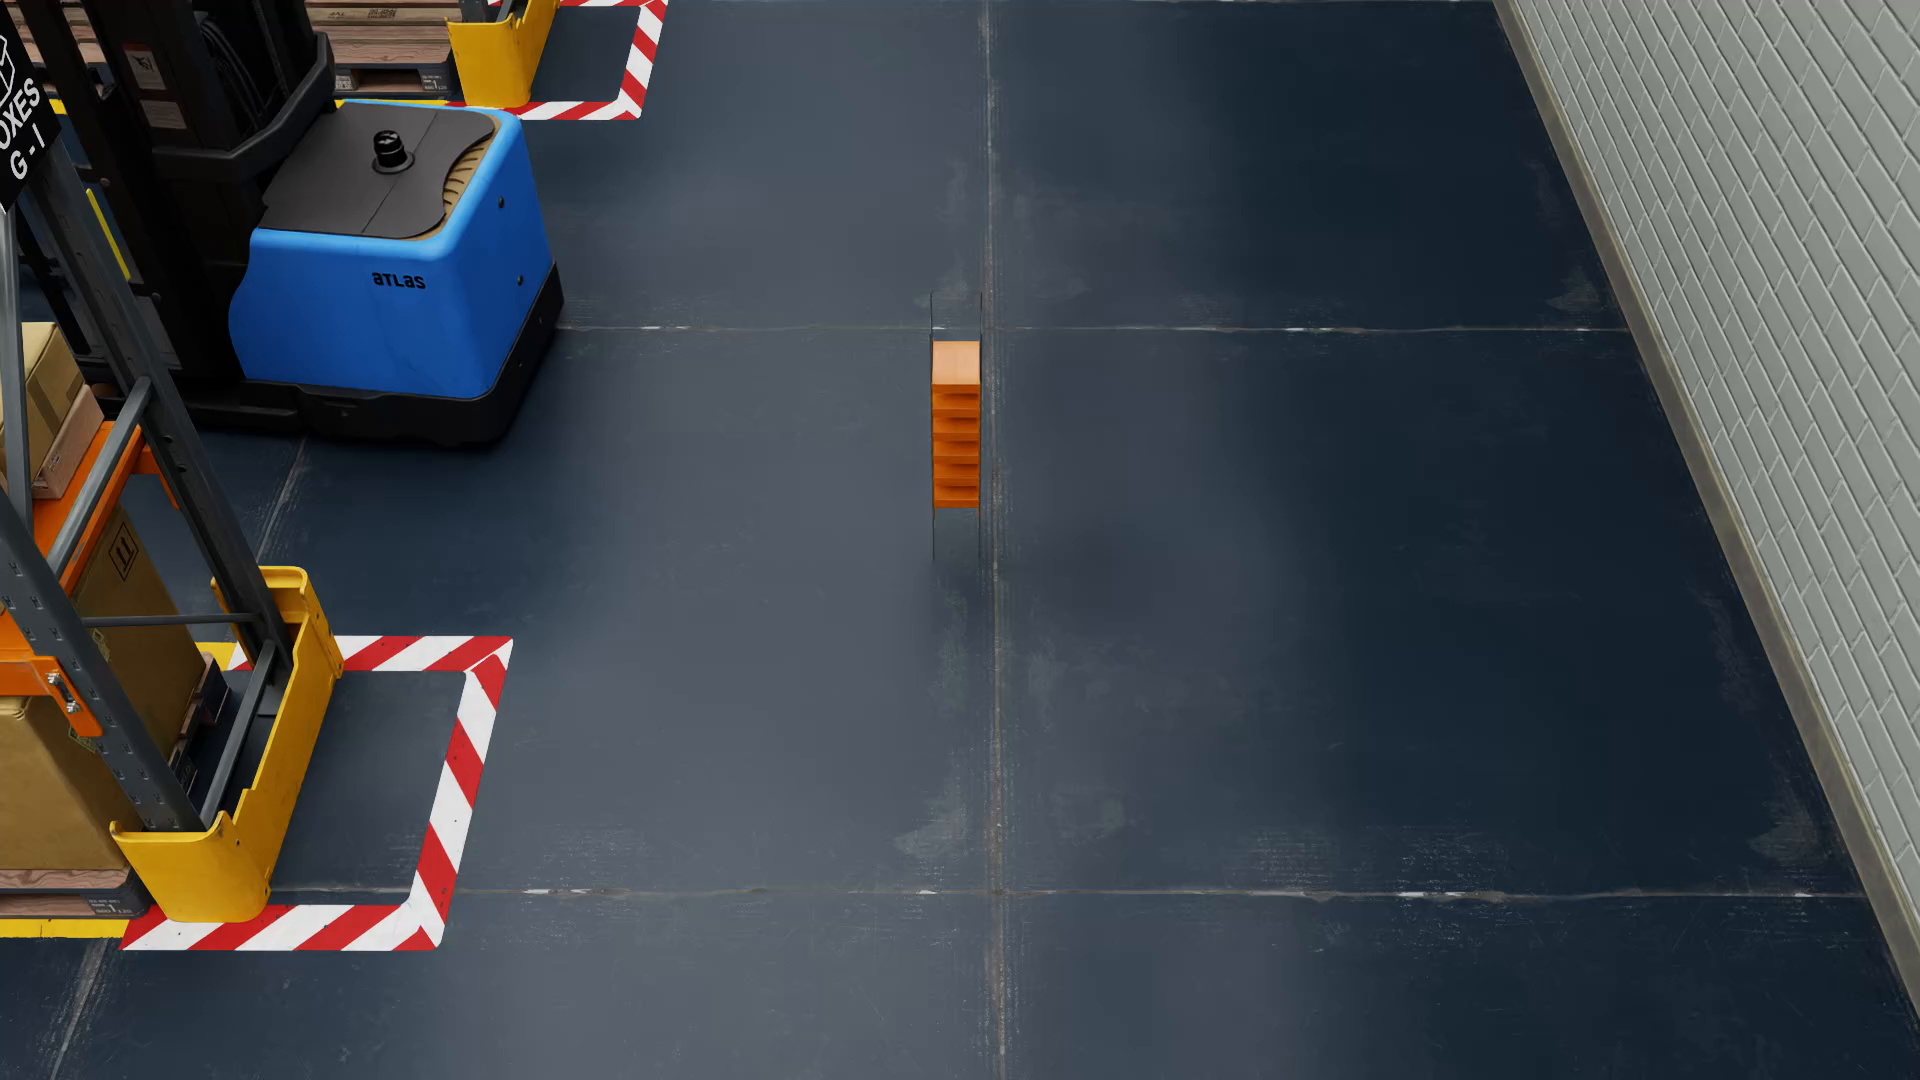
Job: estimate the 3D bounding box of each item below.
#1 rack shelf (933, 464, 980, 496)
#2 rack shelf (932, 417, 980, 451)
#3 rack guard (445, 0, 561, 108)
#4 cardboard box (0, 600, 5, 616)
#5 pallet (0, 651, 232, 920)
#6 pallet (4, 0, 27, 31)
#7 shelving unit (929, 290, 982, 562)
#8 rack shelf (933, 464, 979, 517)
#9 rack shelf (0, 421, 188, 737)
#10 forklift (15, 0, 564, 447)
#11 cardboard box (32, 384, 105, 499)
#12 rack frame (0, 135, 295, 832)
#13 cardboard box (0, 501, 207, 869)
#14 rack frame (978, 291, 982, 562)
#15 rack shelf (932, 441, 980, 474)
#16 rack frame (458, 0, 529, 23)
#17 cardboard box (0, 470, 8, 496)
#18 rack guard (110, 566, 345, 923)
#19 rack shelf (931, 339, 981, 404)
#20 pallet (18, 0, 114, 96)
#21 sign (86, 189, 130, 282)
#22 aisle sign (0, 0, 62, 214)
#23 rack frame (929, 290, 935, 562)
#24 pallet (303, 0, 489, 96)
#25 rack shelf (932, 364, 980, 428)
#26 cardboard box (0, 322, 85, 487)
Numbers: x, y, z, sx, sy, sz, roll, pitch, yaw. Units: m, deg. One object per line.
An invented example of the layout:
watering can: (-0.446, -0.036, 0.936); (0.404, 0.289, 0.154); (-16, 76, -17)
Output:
rack shelf: (-0.014, -0.297, 6.512); (0.180, 0.103, 0.258); (0, 47, 0)
rack shelf: (-0.014, -0.460, 6.336); (0.180, 0.103, 0.258); (0, 47, 0)
rack guard: (-2.518, -2.940, 9.226); (0.348, 0.500, 1.175); (0, 47, 0)
cardboard box: (-2.918, 0.169, 4.796); (0.250, 0.149, 0.380); (1, 47, 1)
pallet: (-3.360, 0.848, 5.897); (1.213, 0.211, 1.003); (0, 47, 0)
pallet: (-5.806, -2.869, 9.357); (1.213, 0.211, 1.003); (0, 47, 0)
shelving unit: (-0.014, -0.409, 6.392); (0.189, 1.200, 0.258); (0, 47, 0)
rack shelf: (-0.014, -0.215, 6.600); (0.180, 0.103, 0.258); (0, 47, 0)
rack shelf: (-4.560, 0.083, 5.196); (4.000, 0.370, 1.077); (0, 47, 0)
forklift: (-3.405, -1.884, 6.582); (3.031, 2.935, 1.130); (6, 47, 5)
cardboard box: (-2.914, -0.314, 5.245); (0.250, 0.149, 0.380); (1, 47, 1)
rack frame: (-2.560, -0.157, 4.927); (0.127, 3.000, 1.000); (0, 47, 0)
cardboard box: (-3.201, 0.481, 5.499); (0.875, 0.875, 0.875); (0, 47, 0)
rack frame: (0.077, -0.409, 6.391); (0.006, 1.200, 0.240); (0, 47, 0)
rack shelf: (-0.014, -0.379, 6.424); (0.180, 0.103, 0.258); (0, 47, 0)
rack frame: (-2.542, -3.782, 8.302); (0.127, 3.000, 1.000); (0, 47, 0)
cardboard box: (-3.046, -0.014, 4.694); (0.500, 0.250, 0.500); (-1, 47, 0)
rack guard: (-2.536, 0.695, 5.842); (0.348, 0.500, 1.175); (0, 47, 0)
rack shelf: (-0.014, -0.624, 6.161); (0.180, 0.103, 0.258); (0, 47, 0)
pallet: (-4.583, -2.868, 9.356); (1.213, 0.211, 1.003); (0, 47, 0)
sign: (-2.552, -0.885, 4.960); (0.005, 0.325, 0.100); (0, 47, 0)
aisle sign: (-2.487, -1.262, 4.180); (0.004, 0.787, 0.394); (0, 47, 0)
rack frame: (-0.106, -0.409, 6.392); (0.006, 1.200, 0.240); (0, 47, 0)
pallet: (-3.366, -2.863, 9.351); (1.213, 0.211, 1.003); (0, 47, 0)
rack shelf: (-0.014, -0.542, 6.248); (0.180, 0.103, 0.258); (0, 47, 0)
cardboard box: (-3.039, -0.406, 5.059); (0.500, 0.250, 0.500); (-1, 47, -1)
